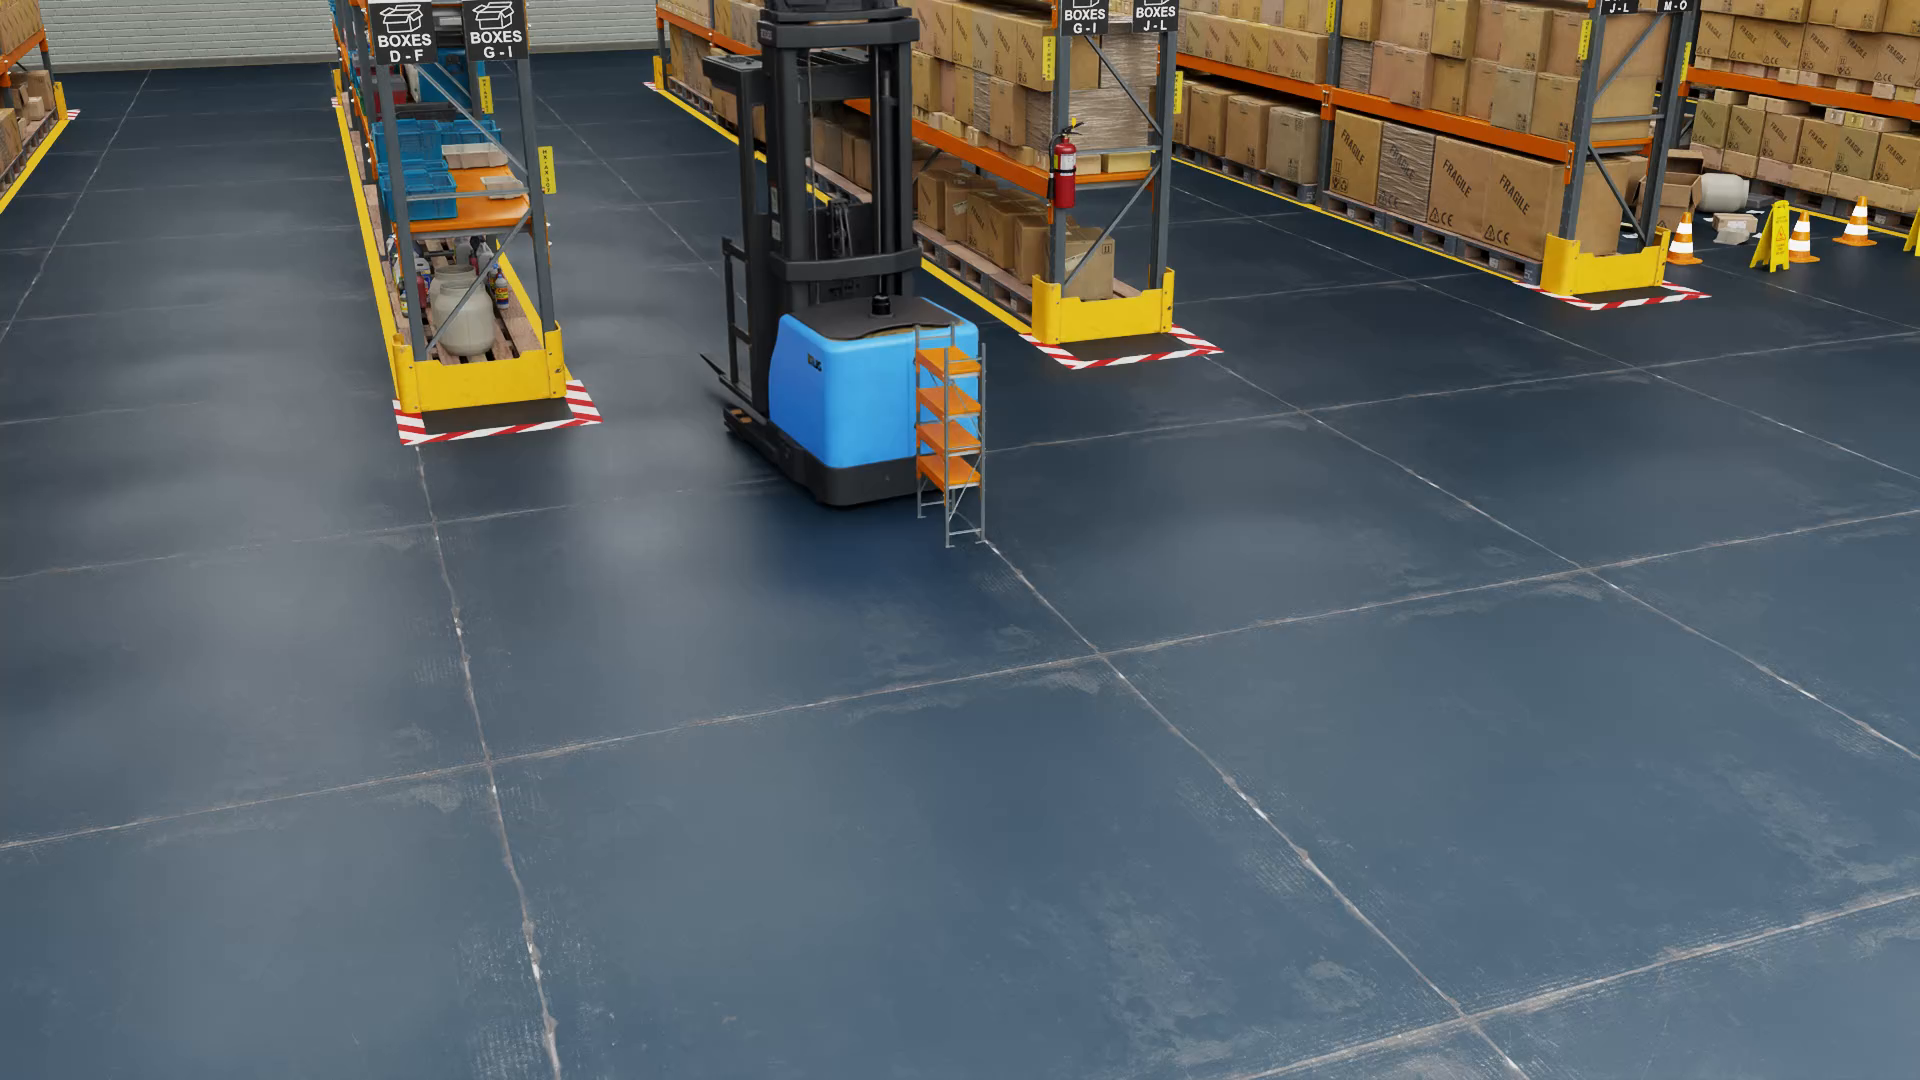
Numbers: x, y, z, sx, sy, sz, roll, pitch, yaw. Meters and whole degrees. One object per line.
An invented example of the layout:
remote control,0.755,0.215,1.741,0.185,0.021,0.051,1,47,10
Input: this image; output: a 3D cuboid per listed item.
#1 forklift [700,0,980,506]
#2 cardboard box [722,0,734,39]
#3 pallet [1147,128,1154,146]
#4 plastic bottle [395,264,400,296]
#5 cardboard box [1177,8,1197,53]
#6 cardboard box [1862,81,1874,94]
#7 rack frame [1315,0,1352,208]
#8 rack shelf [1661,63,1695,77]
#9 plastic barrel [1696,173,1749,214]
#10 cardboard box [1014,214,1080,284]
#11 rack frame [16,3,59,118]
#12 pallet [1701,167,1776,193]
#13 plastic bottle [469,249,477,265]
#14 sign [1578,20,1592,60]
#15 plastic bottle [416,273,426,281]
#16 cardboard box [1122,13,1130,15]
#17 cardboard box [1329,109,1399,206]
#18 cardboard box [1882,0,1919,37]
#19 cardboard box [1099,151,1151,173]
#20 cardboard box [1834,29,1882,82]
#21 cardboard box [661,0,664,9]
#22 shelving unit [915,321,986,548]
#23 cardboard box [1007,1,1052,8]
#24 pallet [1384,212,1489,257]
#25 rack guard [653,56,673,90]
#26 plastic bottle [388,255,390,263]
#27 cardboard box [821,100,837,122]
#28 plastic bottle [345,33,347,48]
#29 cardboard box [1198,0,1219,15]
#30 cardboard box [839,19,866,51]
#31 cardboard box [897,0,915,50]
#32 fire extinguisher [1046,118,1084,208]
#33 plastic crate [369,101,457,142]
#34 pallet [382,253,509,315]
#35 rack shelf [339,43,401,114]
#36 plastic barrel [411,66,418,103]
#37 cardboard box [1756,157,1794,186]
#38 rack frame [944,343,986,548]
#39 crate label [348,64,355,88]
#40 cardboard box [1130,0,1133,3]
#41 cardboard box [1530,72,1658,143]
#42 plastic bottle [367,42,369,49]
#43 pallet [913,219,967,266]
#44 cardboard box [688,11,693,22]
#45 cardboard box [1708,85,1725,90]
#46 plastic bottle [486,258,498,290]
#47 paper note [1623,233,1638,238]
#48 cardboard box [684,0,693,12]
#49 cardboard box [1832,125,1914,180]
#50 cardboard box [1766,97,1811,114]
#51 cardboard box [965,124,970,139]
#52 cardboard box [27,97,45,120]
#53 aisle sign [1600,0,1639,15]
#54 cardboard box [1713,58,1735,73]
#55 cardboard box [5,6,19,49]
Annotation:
forklift,-0.981,-2.093,10.941,1.130,2.935,3.031,-11,25,-24
cardboard box,-2.924,-7.103,22.611,0.500,0.500,0.500,-8,24,-19
pallet,2.783,-5.630,22.836,1.003,0.211,1.213,-8,24,-19
plastic bottle,-4.659,-2.195,13.941,0.144,0.351,0.185,-7,24,-17
cardboard box,2.964,-6.477,21.126,0.500,0.500,0.500,-8,24,-18
cardboard box,9.805,-4.806,17.613,0.380,0.149,0.250,-8,24,-18
rack frame,4.471,-5.178,18.172,1.000,3.000,0.127,-8,24,-19
rack shelf,8.359,-6.289,21.735,1.077,0.370,4.000,-8,24,-19
plastic barrel,8.333,-3.796,18.211,0.512,0.421,0.421,8,24,18
cardboard box,0.760,-2.564,14.648,0.500,0.500,0.500,-2,23,-5
rack frame,-13.713,-7.536,23.768,1.000,3.000,0.127,-8,24,-19
pallet,9.336,-4.369,19.845,1.003,0.211,1.213,-8,24,-19
plastic bottle,-4.246,-2.400,14.514,0.061,0.283,0.133,-8,24,-19
sign,5.371,-4.298,14.289,0.100,0.325,0.005,-8,24,-19
plastic bottle,-4.562,-2.159,14.047,0.097,0.201,0.097,0,23,0
cardboard box,2.367,-6.915,22.078,0.380,0.149,0.250,-8,24,-19
cardboard box,4.628,-4.154,17.939,0.875,0.875,0.875,-8,24,-18
cardboard box,9.923,-5.425,16.959,0.700,0.500,0.500,-8,24,-18
cardboard box,1.330,-3.101,13.569,0.380,0.149,0.250,-8,24,-19
cardboard box,9.684,-5.148,17.589,0.500,0.500,0.500,-8,24,-19
cardboard box,-4.536,-8.511,26.404,0.380,0.149,0.250,-9,24,-20
shelving unit,-0.058,-0.613,9.660,0.258,1.200,0.503,-8,24,-19
cardboard box,0.738,-4.507,14.781,0.500,0.500,0.500,-8,24,-19
pallet,5.101,-3.162,16.980,1.003,0.211,1.213,-8,24,-19
rack guard,-4.453,-7.751,27.496,1.175,0.500,0.348,-8,24,-19
plastic bottle,-5.100,-2.555,14.986,0.097,0.201,0.097,0,23,0
cardboard box,-1.353,-5.144,19.780,0.500,0.250,0.500,-7,24,-17
plastic bottle,-7.713,-6.302,21.007,0.097,0.271,0.097,0,23,0
cardboard box,3.387,-6.790,20.581,0.700,0.500,0.500,-9,24,-20
cardboard box,-0.904,-5.392,18.008,0.797,0.503,0.637,-6,24,-14
cardboard box,-0.284,-4.979,15.903,0.500,0.500,0.500,-8,24,-19
fire extinguisher,0.817,-2.940,12.963,0.296,0.674,0.183,-8,24,-19
plastic crate,-4.773,-3.618,14.552,0.767,0.338,0.504,-8,24,-19
pallet,-4.640,-2.320,14.982,1.003,0.211,1.213,-8,24,-19
rack shelf,-6.958,-5.703,20.345,1.077,0.370,4.000,-8,24,-19
plastic barrel,-5.231,-4.561,16.535,0.433,0.535,0.433,0,23,0
cardboard box,9.411,-4.184,18.814,0.500,0.250,0.500,-9,24,-20
rack frame,0.028,-0.524,9.449,0.240,1.200,0.015,-8,24,-19
crate label,-6.454,-5.026,18.028,0.303,0.233,0.416,-8,24,-19
cardboard box,2.456,-7.098,21.746,0.380,0.149,0.250,-9,25,-21
cardboard box,5.710,-3.922,15.000,0.875,0.550,0.550,-8,24,-19
plastic bottle,-7.230,-5.964,20.203,0.097,0.271,0.097,0,23,0
pallet,0.065,-3.010,16.619,1.003,0.211,1.213,-8,24,-19
cardboard box,-3.809,-7.765,24.634,0.380,0.149,0.250,-8,24,-18
cardboard box,11.945,-7.195,25.637,0.500,0.500,0.500,-8,24,-17
plastic bottle,-4.003,-2.282,14.250,0.097,0.271,0.097,0,23,0
paper note,6.933,-3.143,17.170,0.144,0.017,0.142,0,23,-1
cardboard box,-3.798,-8.006,24.693,0.500,0.250,0.500,-8,24,-18
cardboard box,9.765,-4.157,17.784,0.500,0.500,0.500,-7,24,-17
cardboard box,9.291,-4.875,18.654,0.380,0.149,0.250,-7,24,-16
cardboard box,0.263,-3.671,14.921,0.380,0.149,0.250,-8,24,-19
cardboard box,-12.983,-5.959,23.000,0.500,0.250,0.500,-8,24,-19
aisle sign,5.628,-4.855,14.060,0.394,0.787,0.004,-8,24,-19
cardboard box,9.015,-5.535,19.343,0.380,0.149,0.250,-8,24,-17
cardboard box,-12.409,-6.537,21.269,0.500,0.500,0.500,-8,24,-18
